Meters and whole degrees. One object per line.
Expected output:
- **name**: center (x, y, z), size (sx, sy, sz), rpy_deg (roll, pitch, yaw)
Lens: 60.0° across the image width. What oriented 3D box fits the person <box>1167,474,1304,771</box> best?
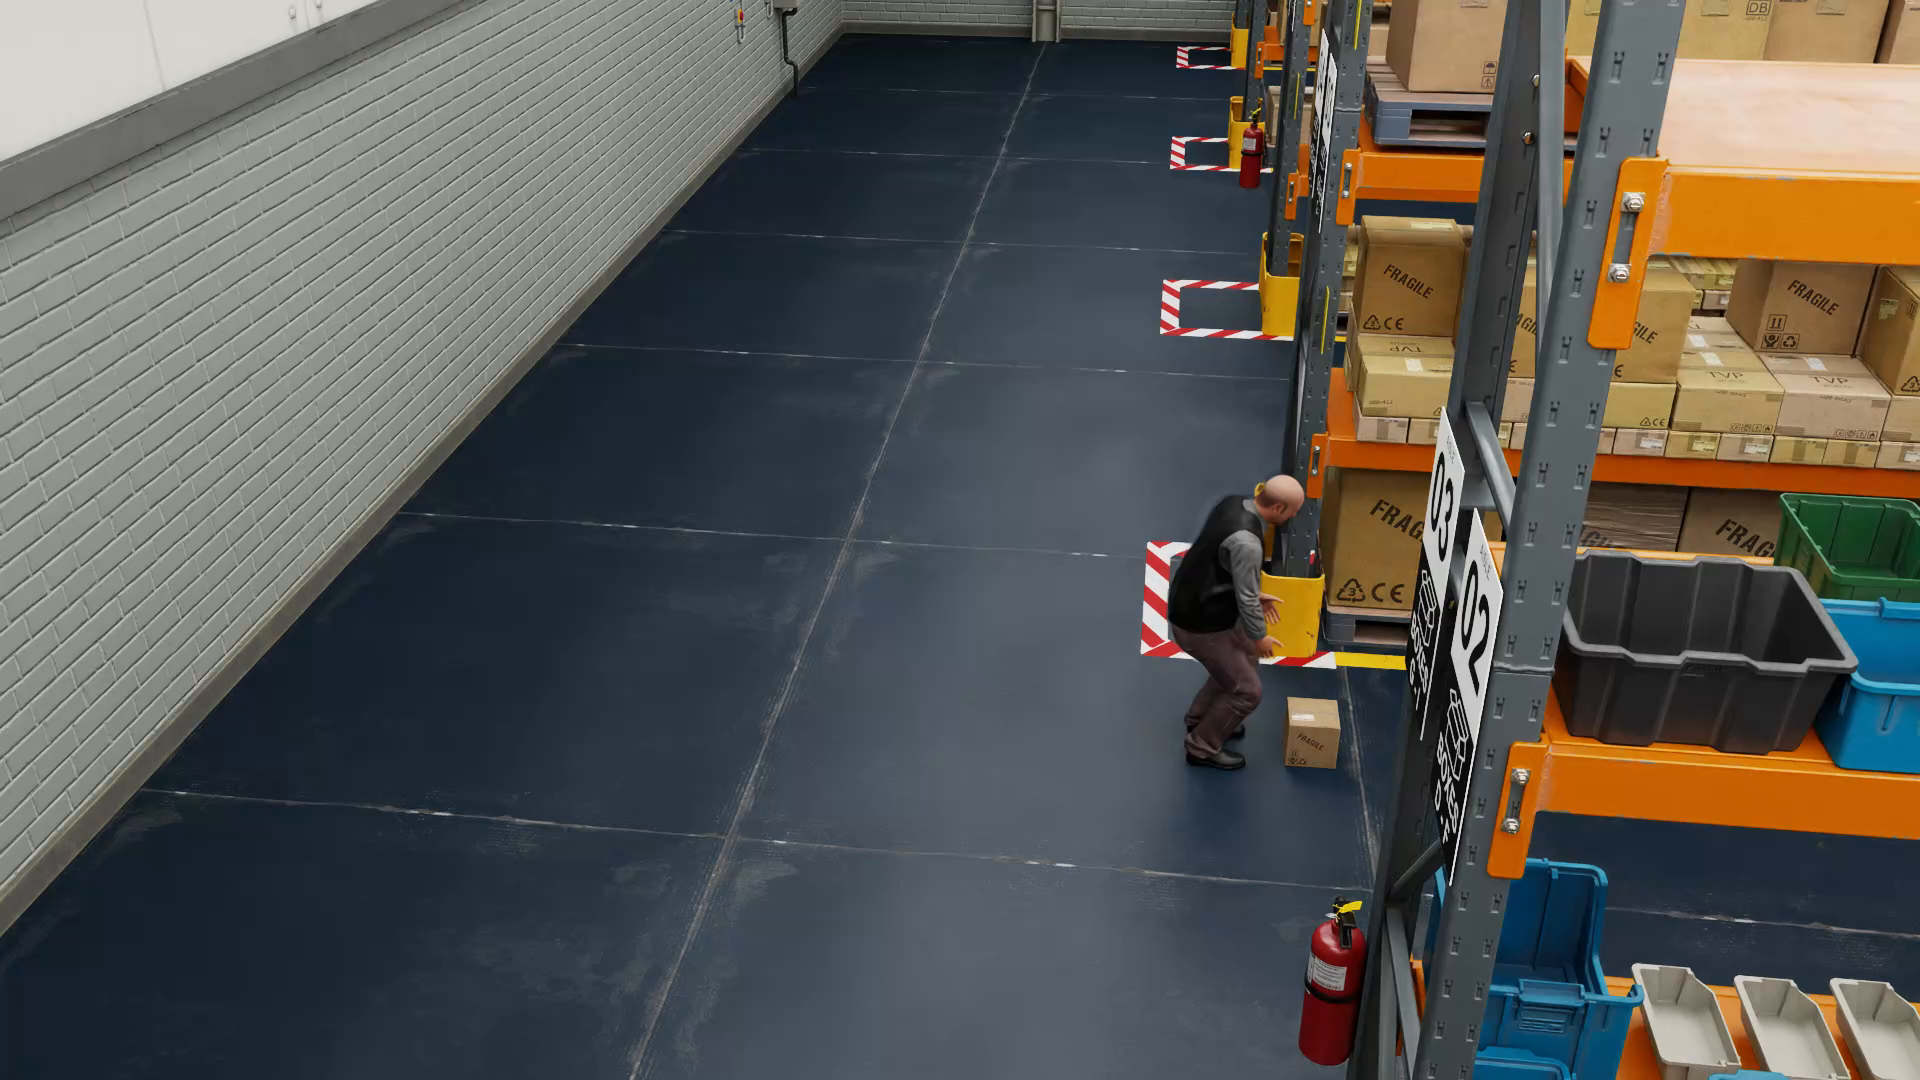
- **person**: center (1.318, 0.380, 8.168), size (0.602, 1.516, 0.586), rpy_deg (4, 28, 7)
